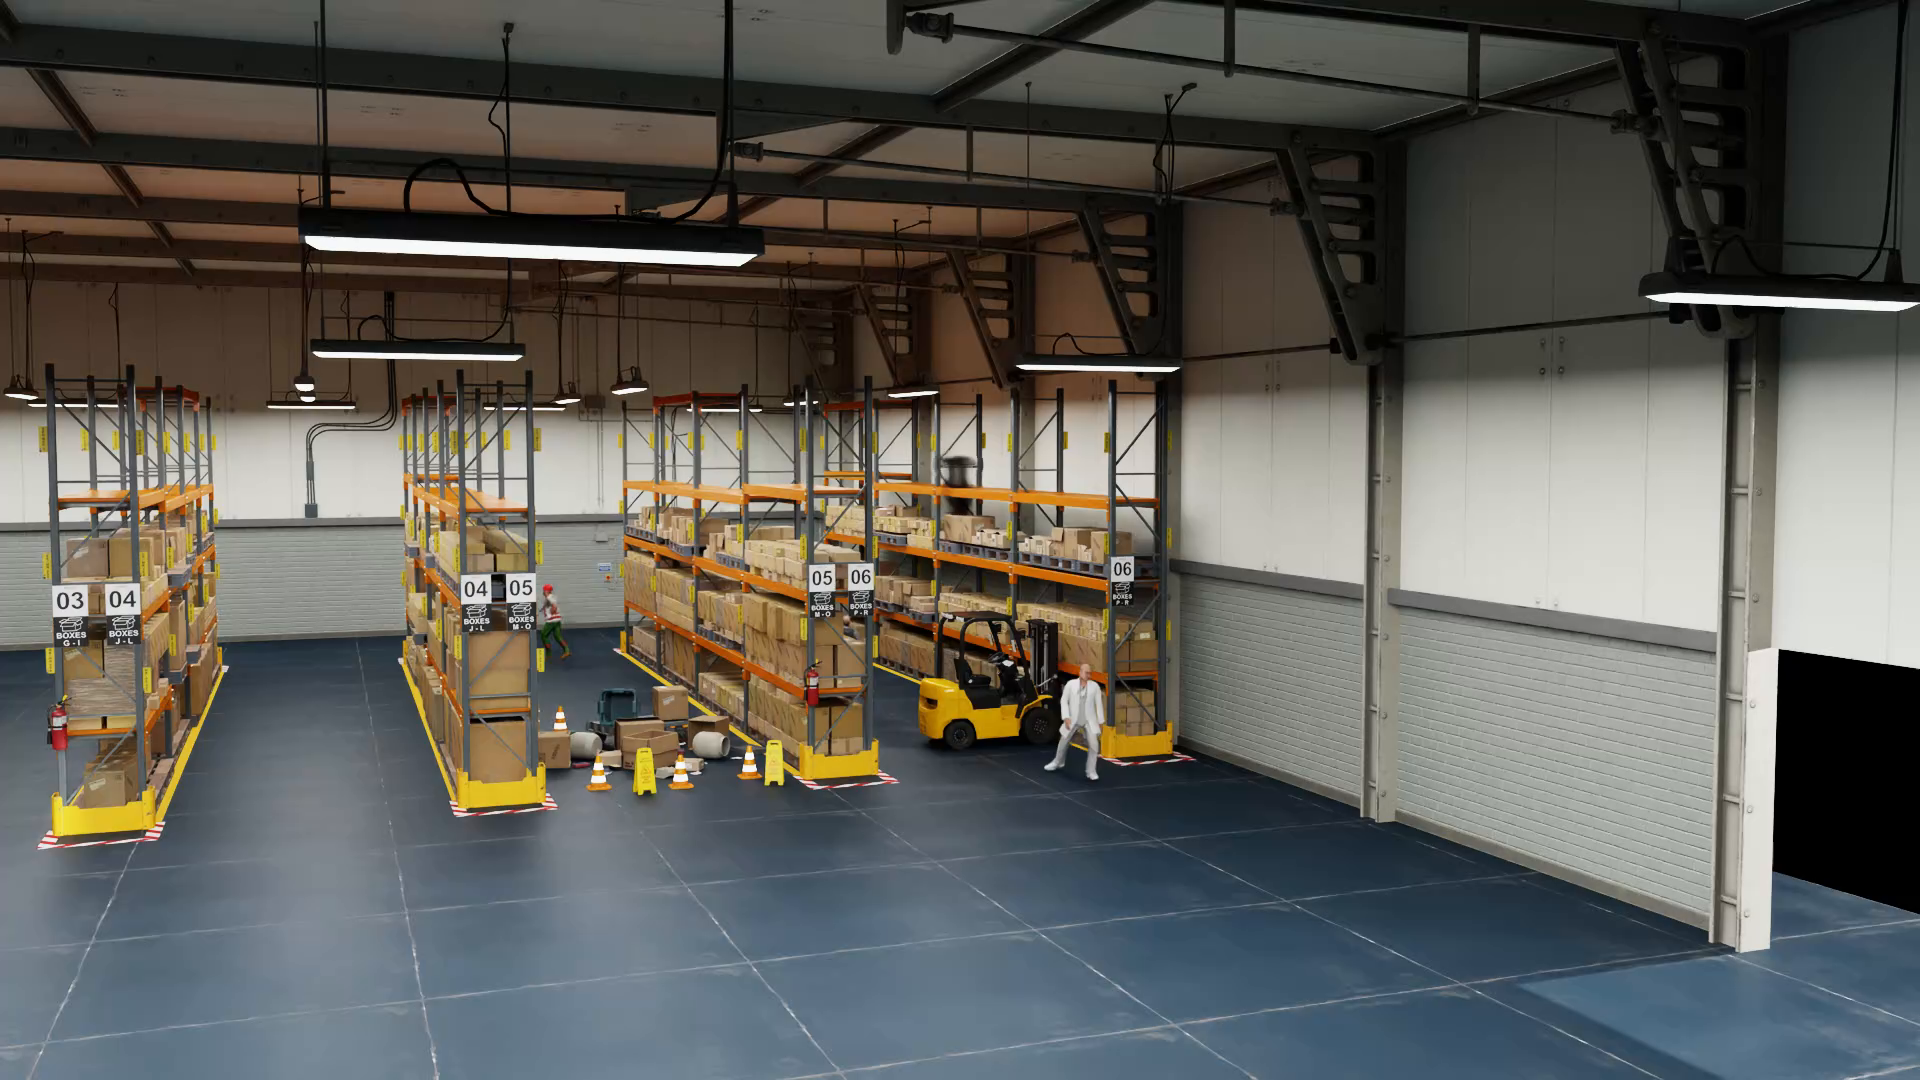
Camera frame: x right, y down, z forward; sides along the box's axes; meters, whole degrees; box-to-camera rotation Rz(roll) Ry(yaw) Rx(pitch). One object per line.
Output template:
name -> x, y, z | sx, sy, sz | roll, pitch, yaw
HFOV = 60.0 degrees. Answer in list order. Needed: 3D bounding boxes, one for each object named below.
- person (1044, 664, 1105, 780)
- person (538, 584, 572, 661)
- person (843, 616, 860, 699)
person -> 1.712, 2.686, 24.906 | 0.903, 1.712, 0.781 | 0, 3, 4
person -> -9.237, 1.896, 38.093 | 0.854, 1.773, 0.613 | 1, 3, 15
person -> -2.188, 2.351, 31.628 | 0.665, 1.654, 0.719 | -1, 3, -14
